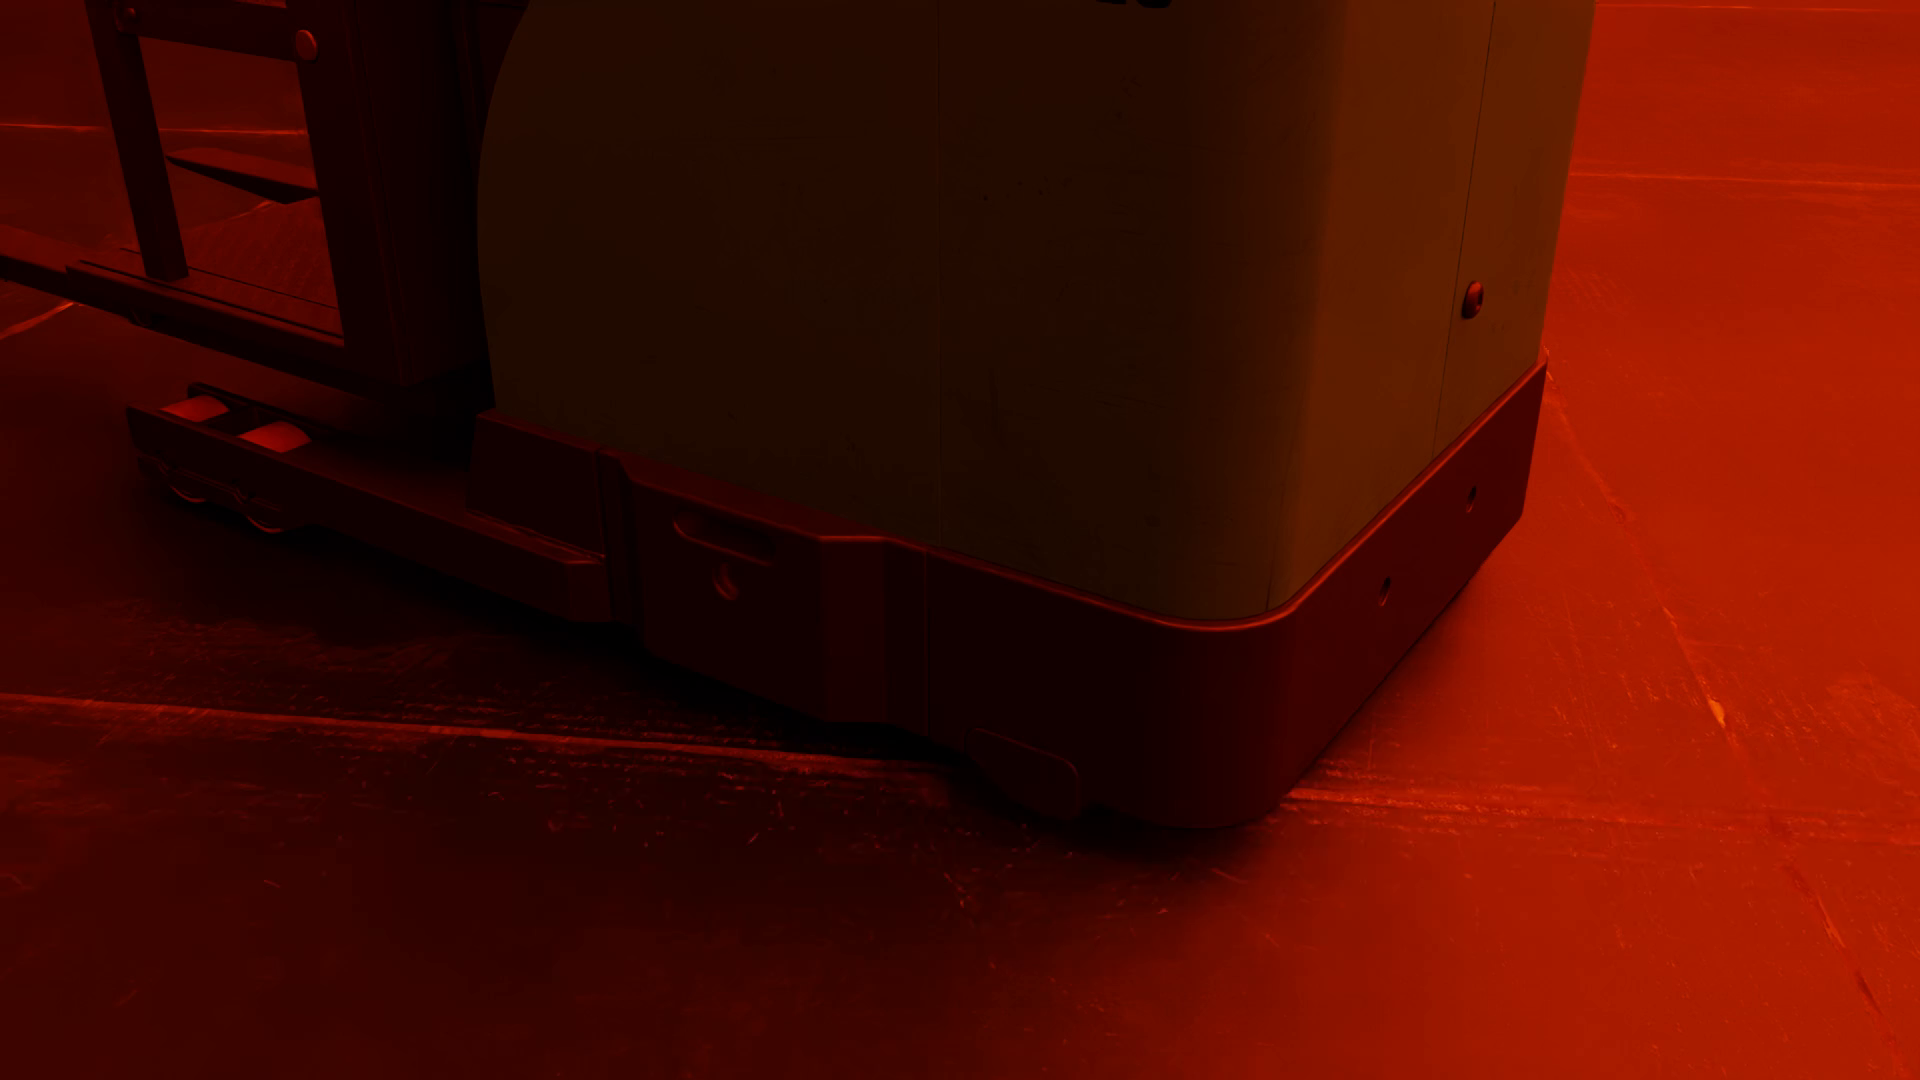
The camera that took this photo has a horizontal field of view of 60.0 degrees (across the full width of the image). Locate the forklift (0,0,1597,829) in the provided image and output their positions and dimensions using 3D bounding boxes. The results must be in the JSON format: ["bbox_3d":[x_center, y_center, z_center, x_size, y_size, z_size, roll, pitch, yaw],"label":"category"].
[{"bbox_3d":[-0.684,-1.498,2.220,3.031,2.935,1.130,17,31,30],"label":"forklift"}]
